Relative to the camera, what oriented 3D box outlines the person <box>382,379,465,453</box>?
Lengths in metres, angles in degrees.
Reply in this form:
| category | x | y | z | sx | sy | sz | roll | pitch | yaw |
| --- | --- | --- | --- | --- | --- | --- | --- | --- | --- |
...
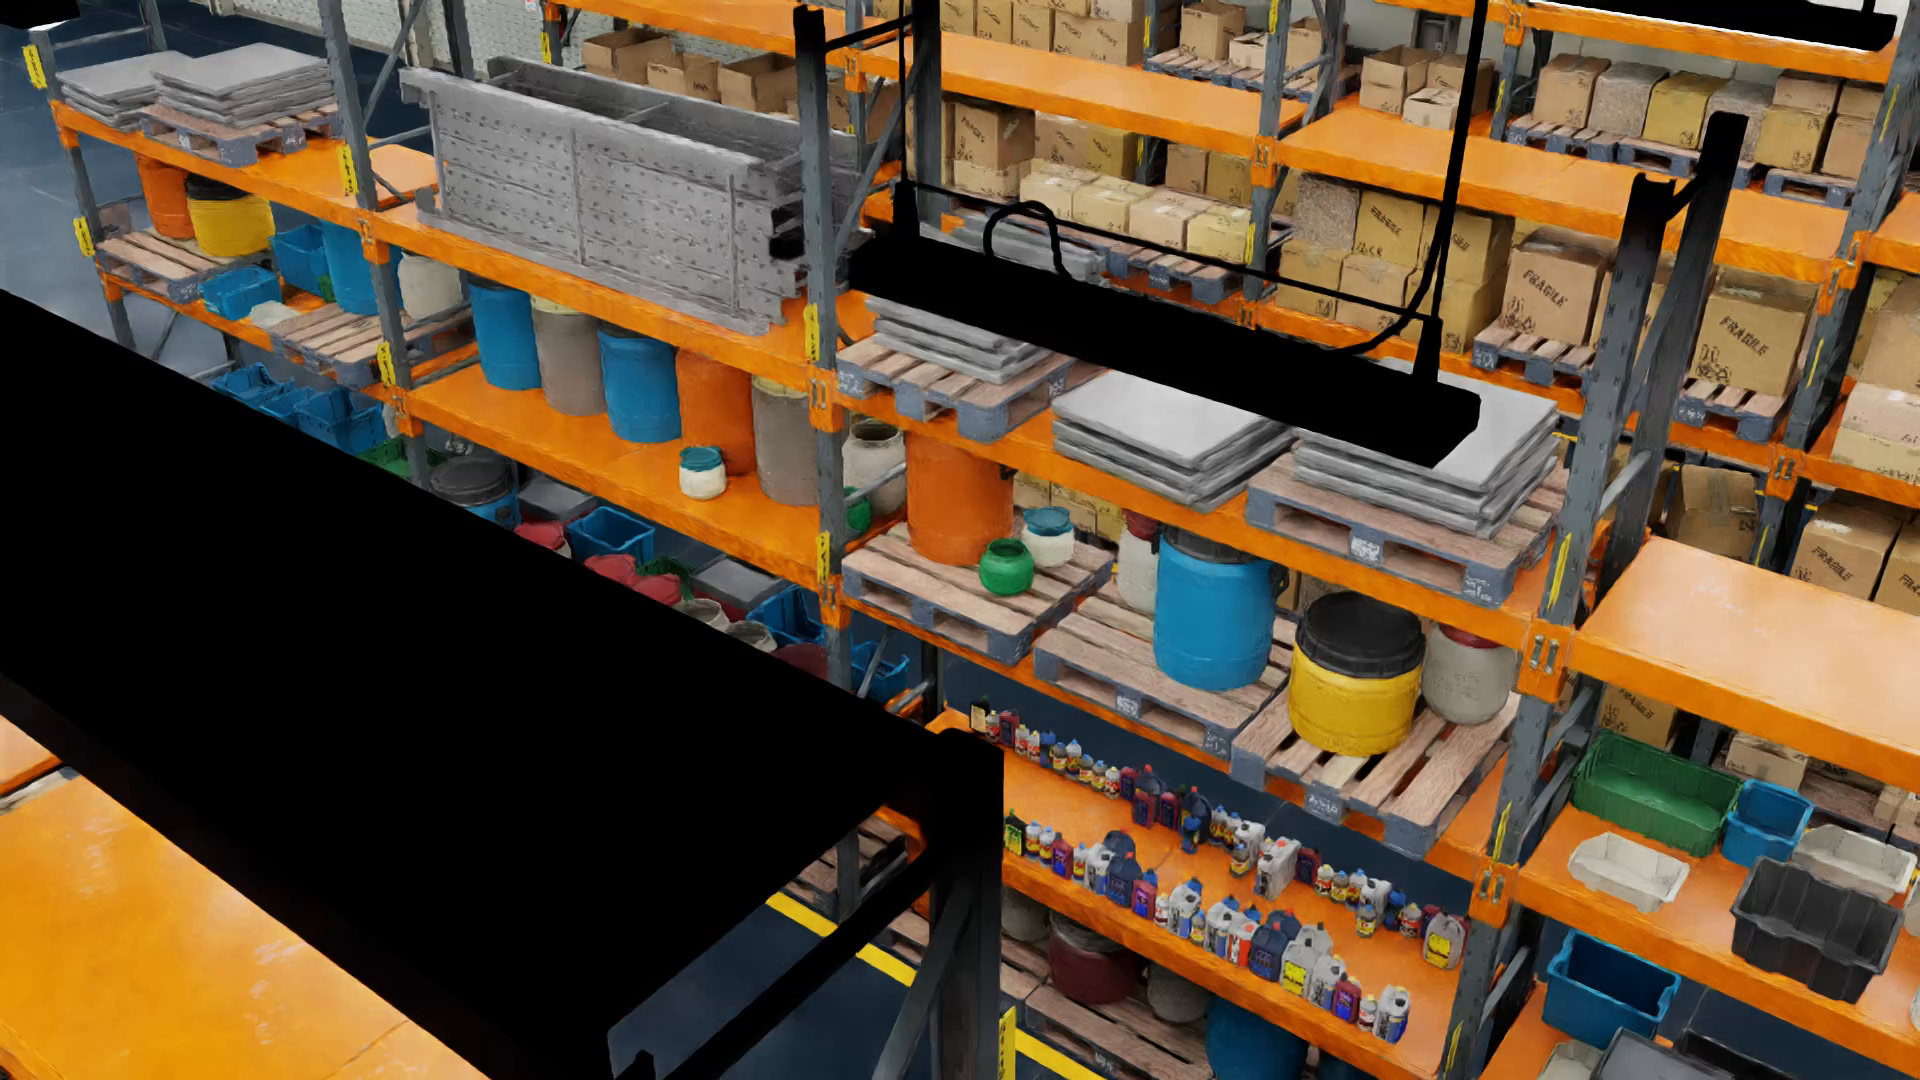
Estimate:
| category | x | y | z | sx | sy | sz | roll | pitch | yaw |
| --- | --- | --- | --- | --- | --- | --- | --- | --- | --- |
| person | -5.365 | -1.558 | 16.272 | 0.755 | 1.620 | 0.632 | 9 | 33 | 14 |
